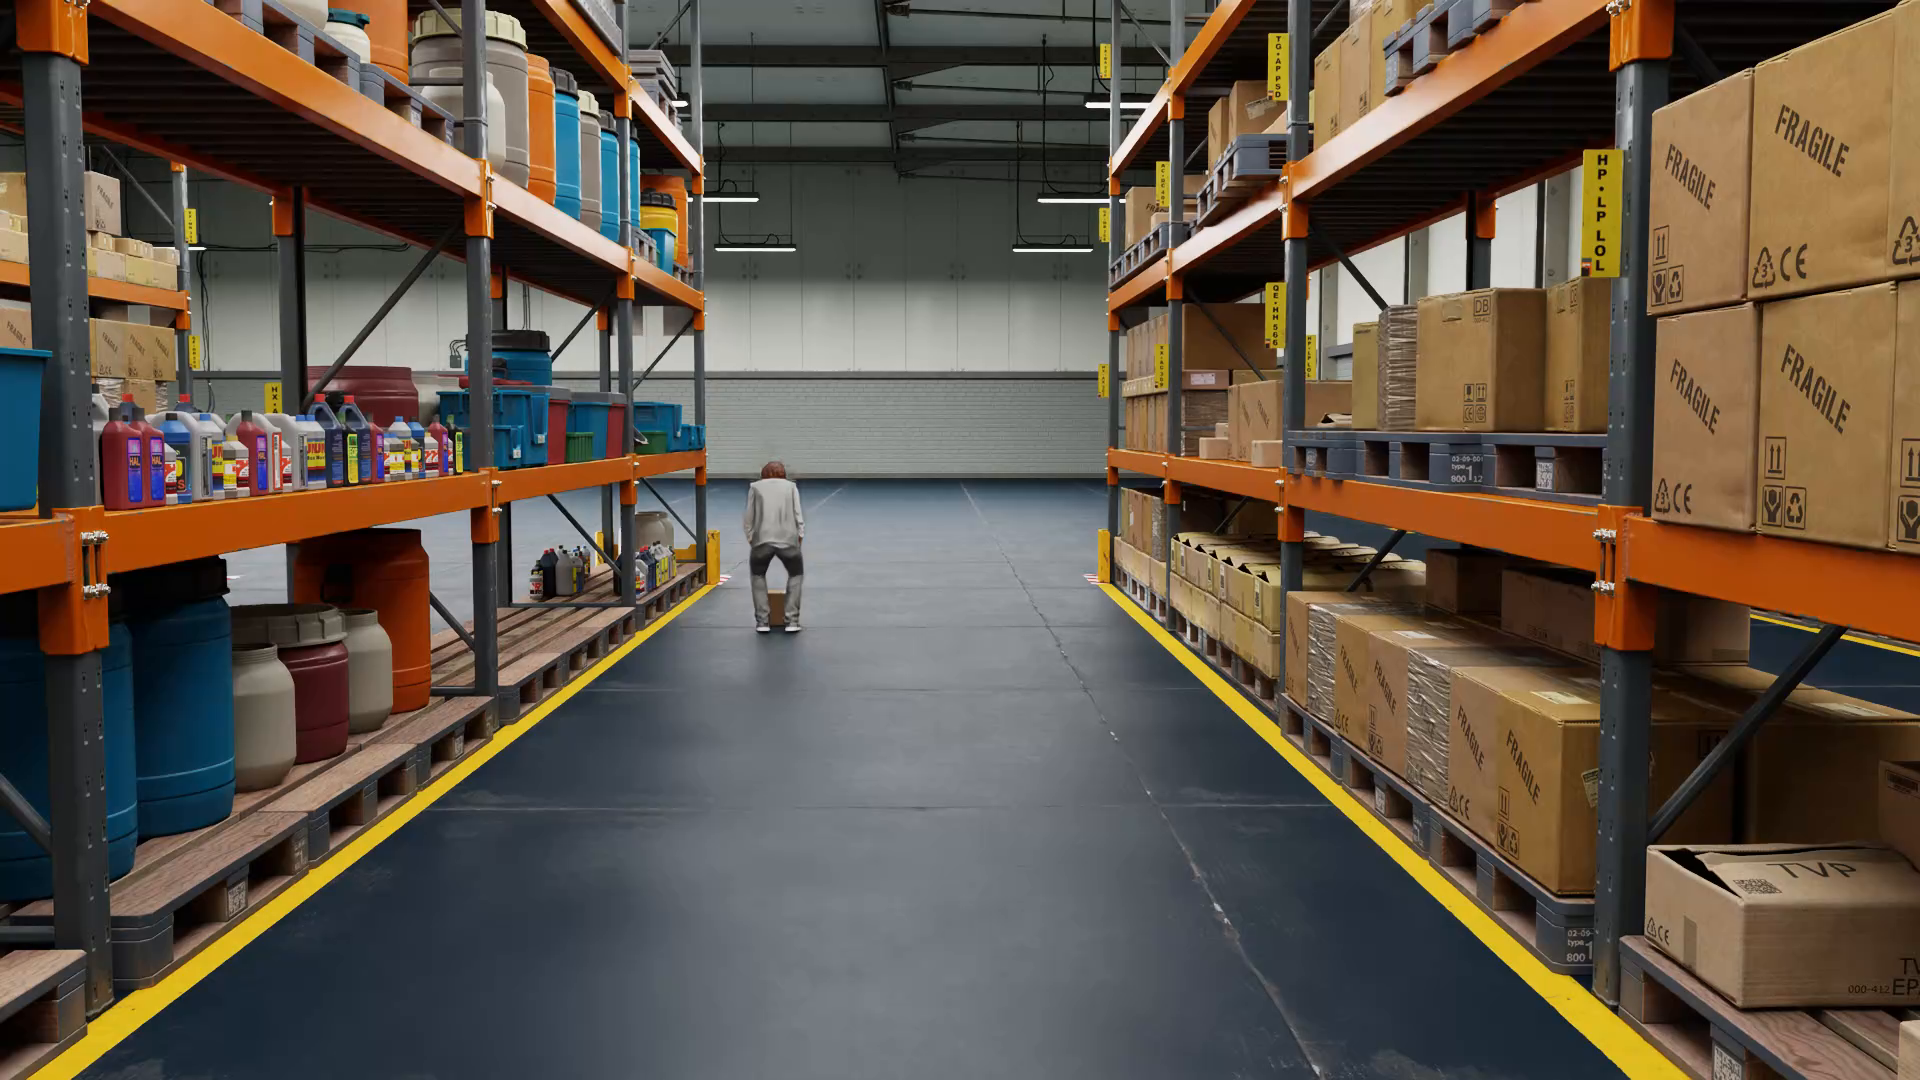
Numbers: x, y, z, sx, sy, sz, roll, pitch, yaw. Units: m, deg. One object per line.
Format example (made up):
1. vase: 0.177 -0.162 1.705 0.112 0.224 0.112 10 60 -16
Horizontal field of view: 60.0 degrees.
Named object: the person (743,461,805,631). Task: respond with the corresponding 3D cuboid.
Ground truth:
1. person: -1.399 0.058 12.423 0.463 1.255 0.673 0 4 -1
